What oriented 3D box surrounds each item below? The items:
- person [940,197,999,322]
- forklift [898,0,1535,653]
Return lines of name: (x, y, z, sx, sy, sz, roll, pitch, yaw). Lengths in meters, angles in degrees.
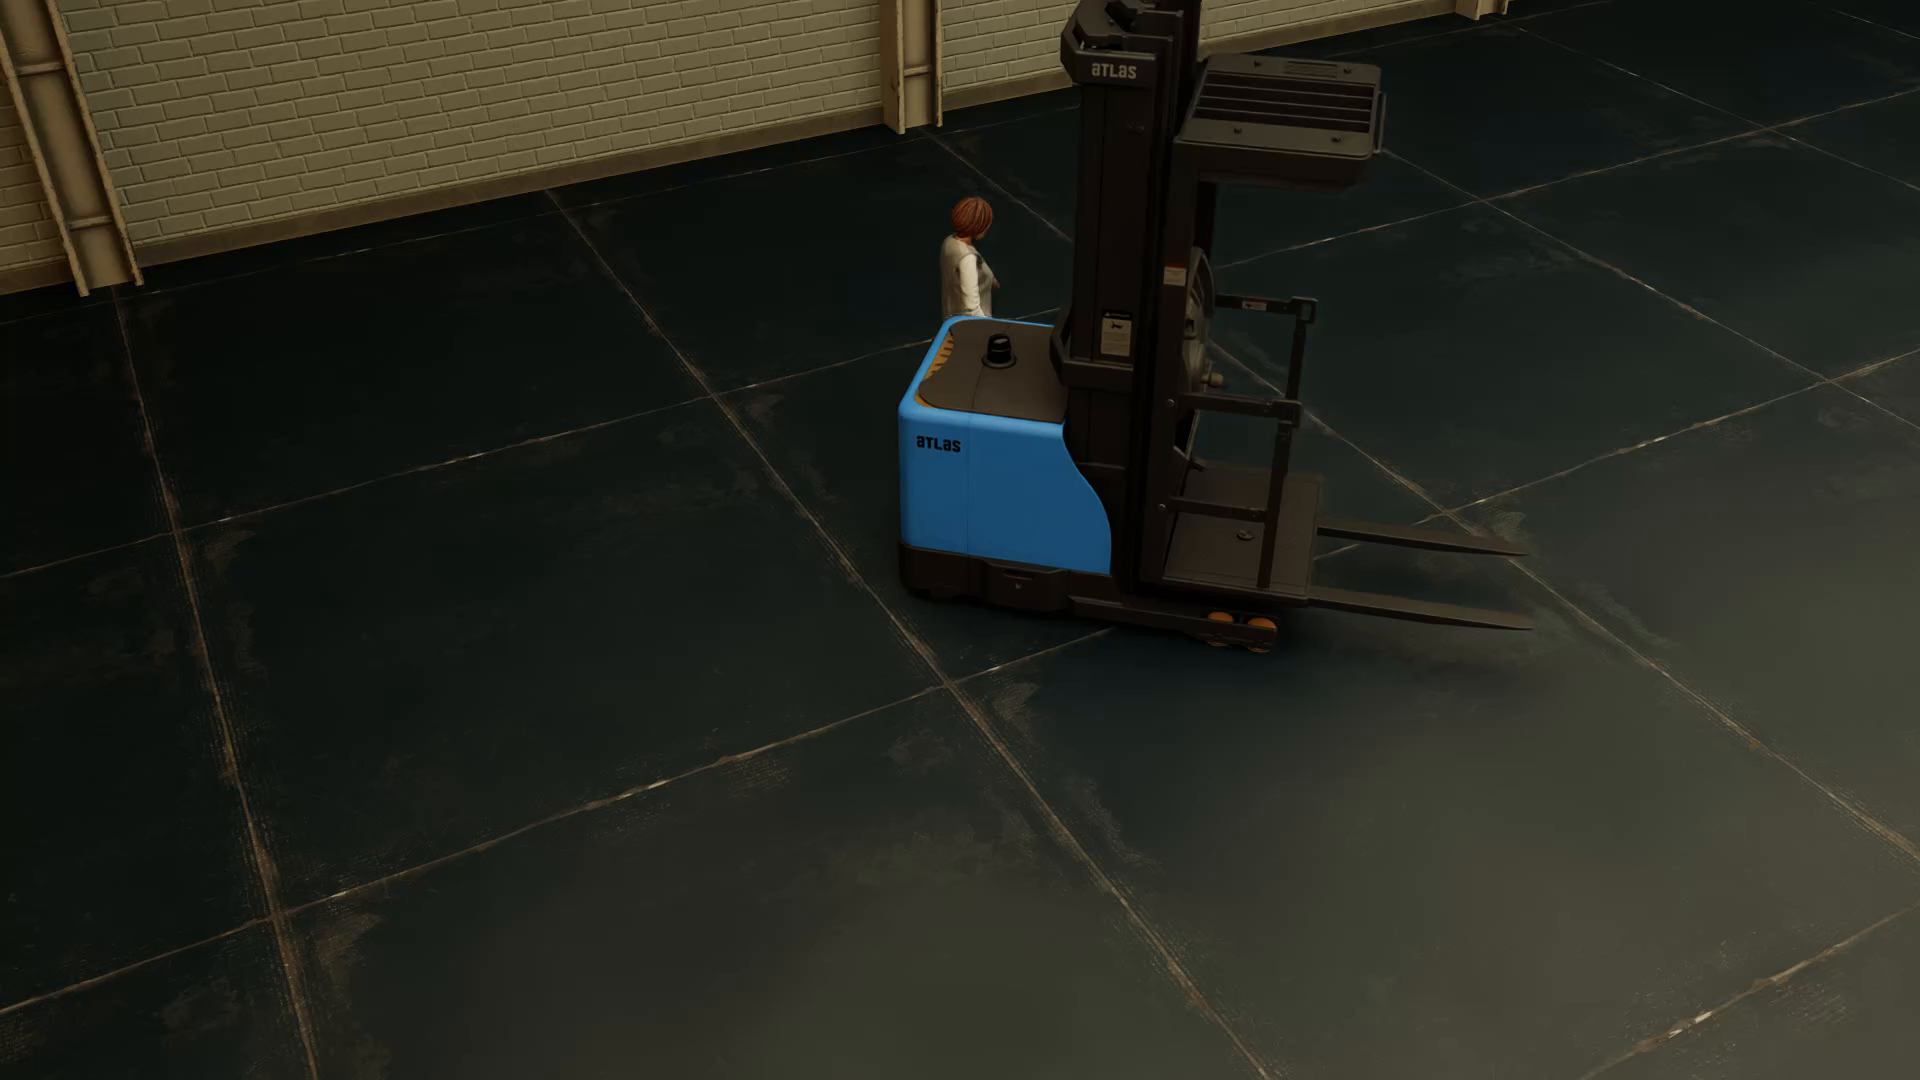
person: (0.067, -1.184, 9.119, 0.652, 1.480, 0.821, -8, 36, -11)
forklift: (1.270, -1.000, 7.538, 3.031, 2.935, 1.130, 8, 36, 11)
